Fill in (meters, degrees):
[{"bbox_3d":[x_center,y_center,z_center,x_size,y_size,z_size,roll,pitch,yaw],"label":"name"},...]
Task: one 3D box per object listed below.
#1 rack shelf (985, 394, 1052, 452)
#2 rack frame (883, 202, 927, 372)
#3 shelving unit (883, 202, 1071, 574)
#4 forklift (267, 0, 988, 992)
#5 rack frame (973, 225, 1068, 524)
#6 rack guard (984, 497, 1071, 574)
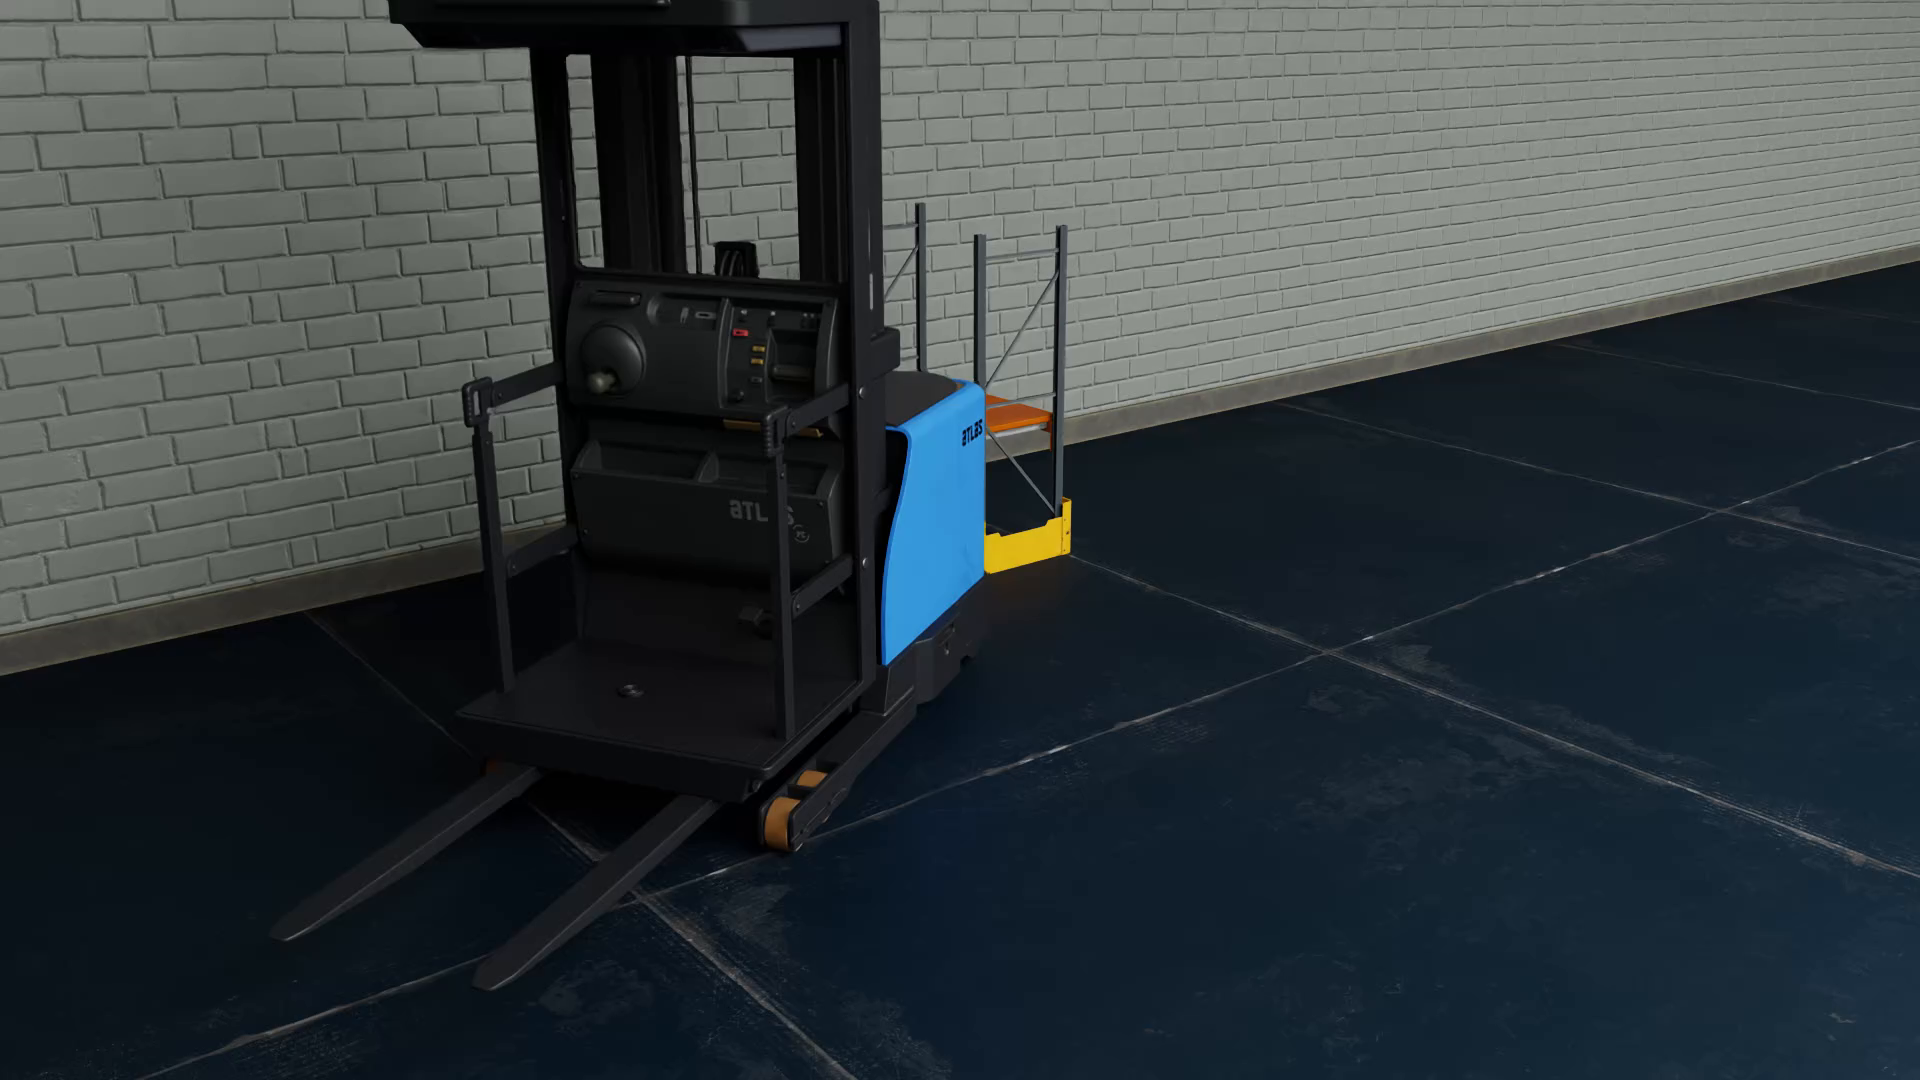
[{"bbox_3d":[-0.053,-0.562,7.747,0.538,0.185,1.000,-14,23,-36],"label":"rack shelf"},{"bbox_3d":[-0.369,-0.858,8.069,0.500,1.500,0.032,-14,23,-36],"label":"rack frame"},{"bbox_3d":[-0.047,-0.731,7.683,0.587,1.500,1.083,-14,23,-36],"label":"shelving unit"},{"bbox_3d":[-0.887,-0.596,5.000,1.130,2.935,3.031,7,19,20],"label":"forklift"},{"bbox_3d":[0.263,-0.608,7.312,0.500,1.500,0.032,-14,23,-36],"label":"rack frame"},{"bbox_3d":[0.262,-0.015,7.509,0.587,0.250,0.087,-14,23,-36],"label":"rack guard"}]
